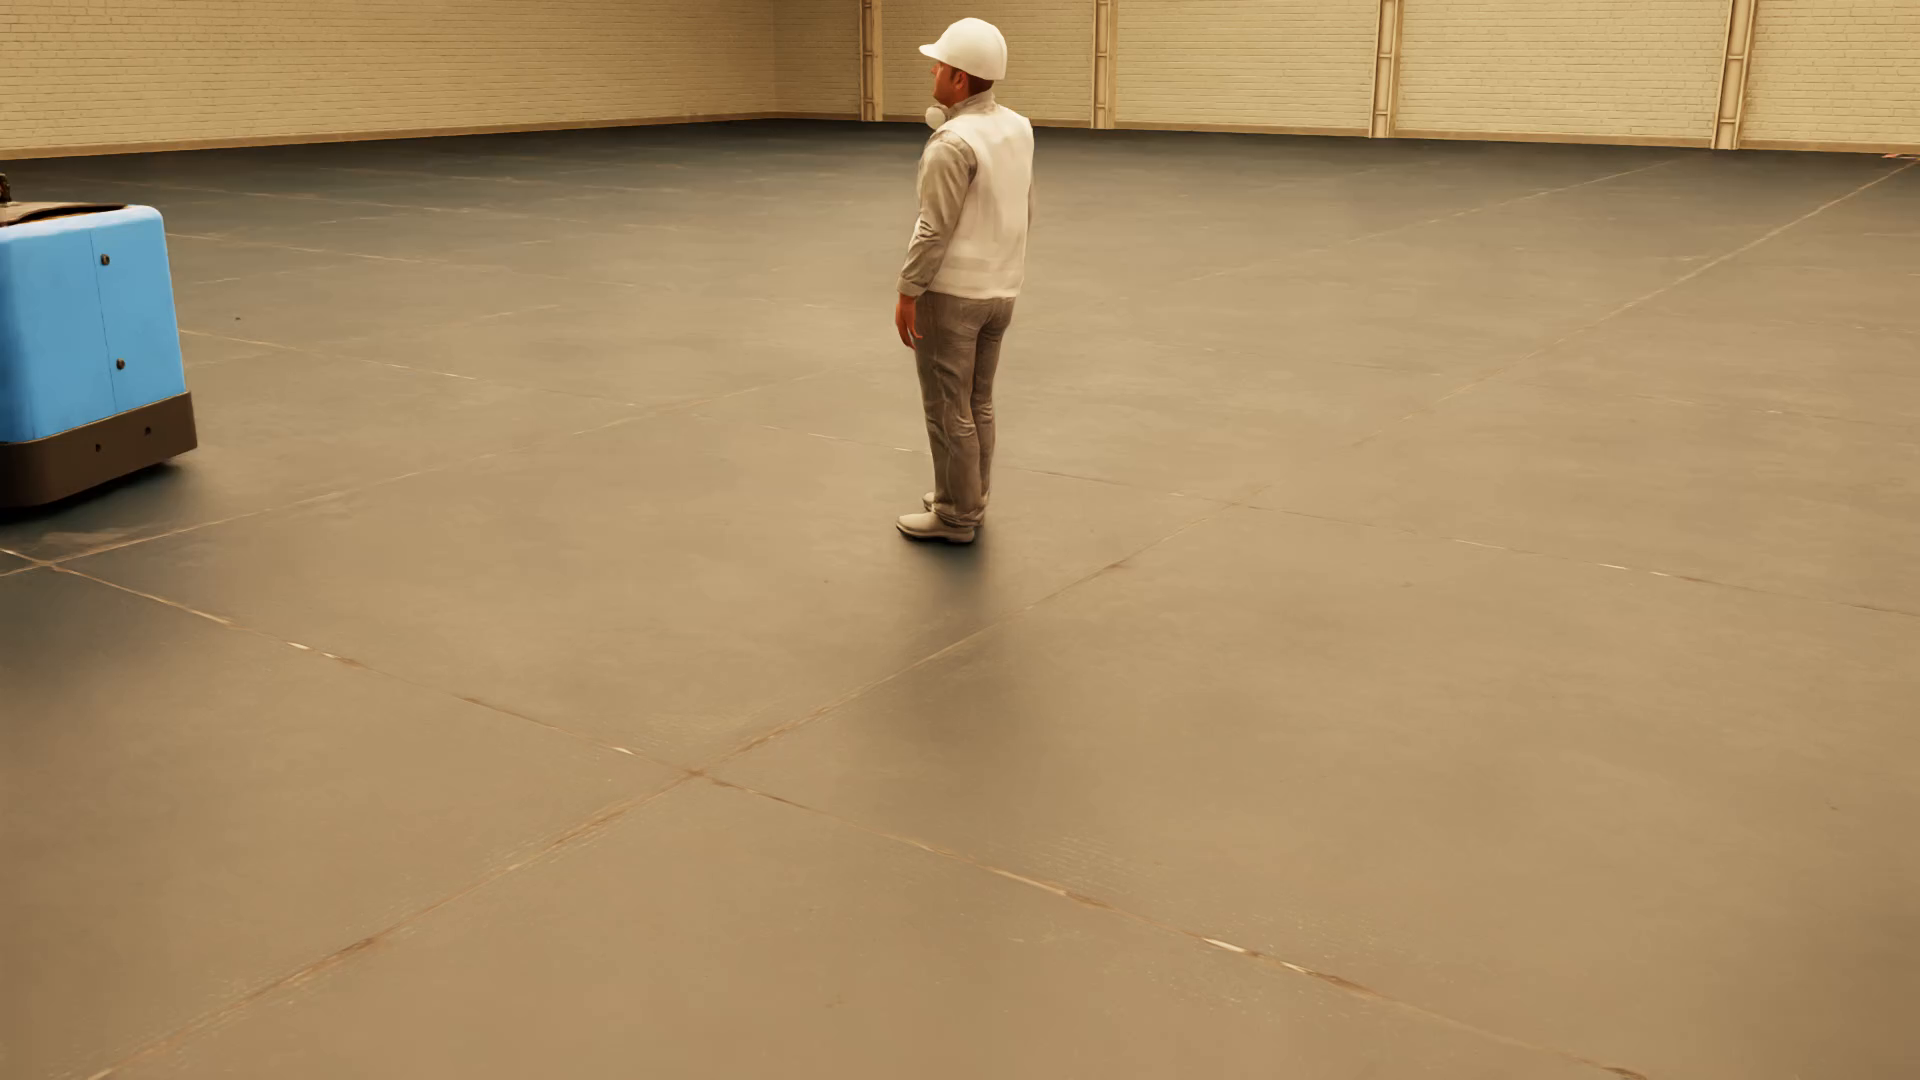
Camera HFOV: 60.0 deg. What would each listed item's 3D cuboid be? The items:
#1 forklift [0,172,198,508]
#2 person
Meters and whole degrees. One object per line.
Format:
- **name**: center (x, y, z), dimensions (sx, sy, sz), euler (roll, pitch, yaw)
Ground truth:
- **forklift**: center (-4.777, -1.673, 6.428), dimensions (3.031, 2.935, 1.130), euler (3, 17, 10)
- **person**: center (-0.046, -0.869, 5.732), dimensions (0.568, 1.773, 0.632), euler (11, 20, 33)
